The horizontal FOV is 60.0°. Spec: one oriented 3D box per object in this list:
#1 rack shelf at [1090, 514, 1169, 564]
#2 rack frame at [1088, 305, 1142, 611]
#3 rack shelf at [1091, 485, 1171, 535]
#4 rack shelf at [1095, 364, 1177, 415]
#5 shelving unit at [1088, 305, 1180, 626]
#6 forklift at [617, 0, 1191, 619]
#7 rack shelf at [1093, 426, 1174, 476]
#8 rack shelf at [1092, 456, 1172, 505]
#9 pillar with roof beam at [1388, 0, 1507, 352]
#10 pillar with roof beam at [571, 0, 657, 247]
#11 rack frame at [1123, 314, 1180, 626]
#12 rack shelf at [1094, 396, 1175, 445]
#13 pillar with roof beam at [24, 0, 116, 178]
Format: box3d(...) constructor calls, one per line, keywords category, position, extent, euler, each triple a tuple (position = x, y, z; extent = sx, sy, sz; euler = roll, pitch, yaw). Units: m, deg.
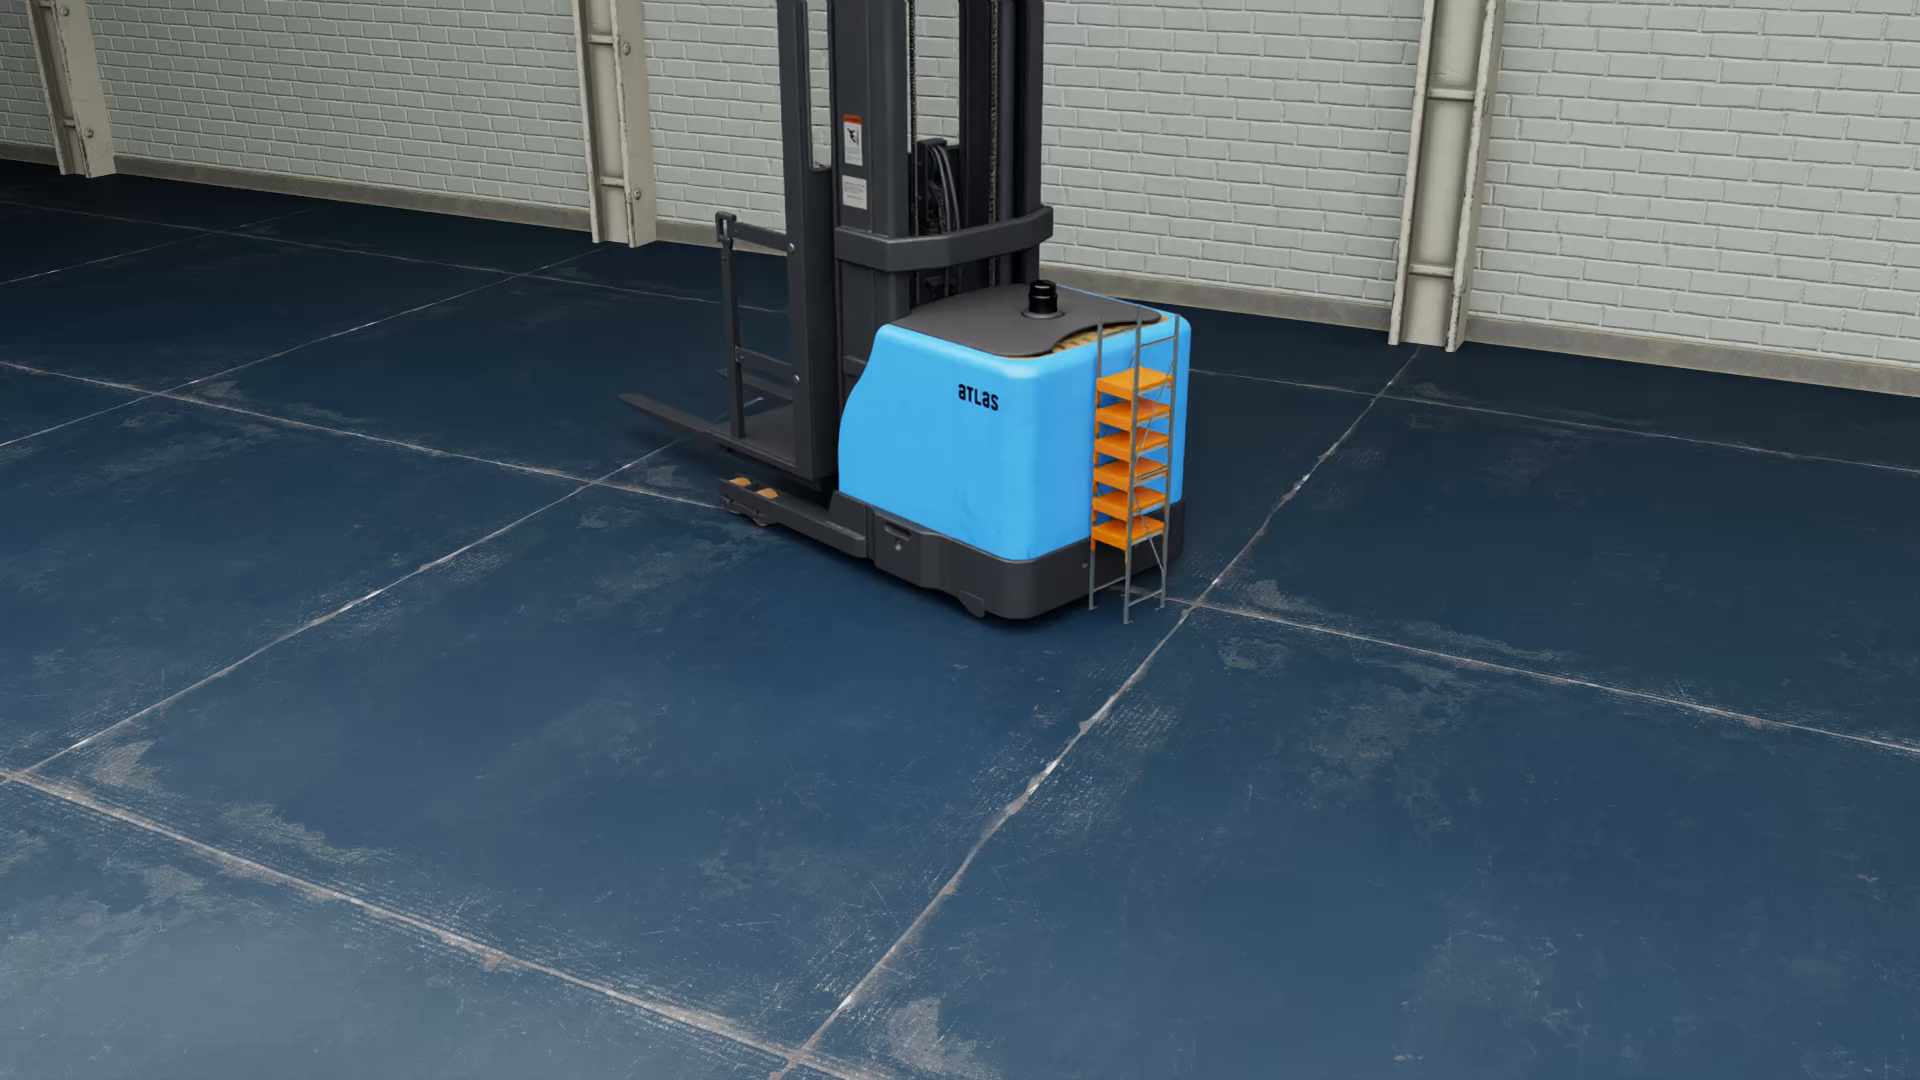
box3d(category="rack shelf", position=(0.661, -0.015, 6.479), extent=(0.258, 0.103, 0.180), euler=(-20, 30, -39))
box3d(category="rack frame", position=(0.598, -0.303, 6.429), extent=(0.240, 1.200, 0.006), euler=(-20, 30, -39))
box3d(category="rack shelf", position=(0.661, -0.126, 6.432), extent=(0.258, 0.103, 0.180), euler=(-20, 30, -39))
box3d(category="rack shelf", position=(0.661, -0.567, 6.244), extent=(0.258, 0.103, 0.180), euler=(-20, 30, -39))
box3d(category="shelving unit", position=(0.661, -0.277, 6.368), extent=(0.258, 1.200, 0.189), euler=(-20, 30, -39))
box3d(category="forklift", position=(-0.446, -1.532, 7.108), extent=(1.130, 2.935, 3.031), euler=(-20, 30, -39))
box3d(category="rack shelf", position=(0.661, -0.346, 6.338), extent=(0.258, 0.103, 0.180), euler=(-20, 30, -39))
box3d(category="rack shelf", position=(0.661, -0.236, 6.385), extent=(0.258, 0.103, 0.180), euler=(-20, 30, -39))
box3d(category="pillar with roof beam", position=(0.885, -3.841, 4.783), extent=(0.400, 9.000, 9.100), euler=(11, 25, 25))
box3d(category="pillar with roof beam", position=(-4.469, -4.900, 7.275), extent=(0.400, 9.000, 9.100), euler=(11, 25, 25))
box3d(category="rack frame", position=(0.724, -0.251, 6.307), extent=(0.240, 1.200, 0.006), euler=(-20, 30, -39))
box3d(category="rack shelf", position=(0.661, -0.457, 6.291), extent=(0.258, 0.103, 0.180), euler=(-20, 30, -39))
box3d(category="pillar with roof beam", position=(-9.824, -5.960, 9.766), extent=(0.400, 9.000, 9.100), euler=(11, 25, 25))
